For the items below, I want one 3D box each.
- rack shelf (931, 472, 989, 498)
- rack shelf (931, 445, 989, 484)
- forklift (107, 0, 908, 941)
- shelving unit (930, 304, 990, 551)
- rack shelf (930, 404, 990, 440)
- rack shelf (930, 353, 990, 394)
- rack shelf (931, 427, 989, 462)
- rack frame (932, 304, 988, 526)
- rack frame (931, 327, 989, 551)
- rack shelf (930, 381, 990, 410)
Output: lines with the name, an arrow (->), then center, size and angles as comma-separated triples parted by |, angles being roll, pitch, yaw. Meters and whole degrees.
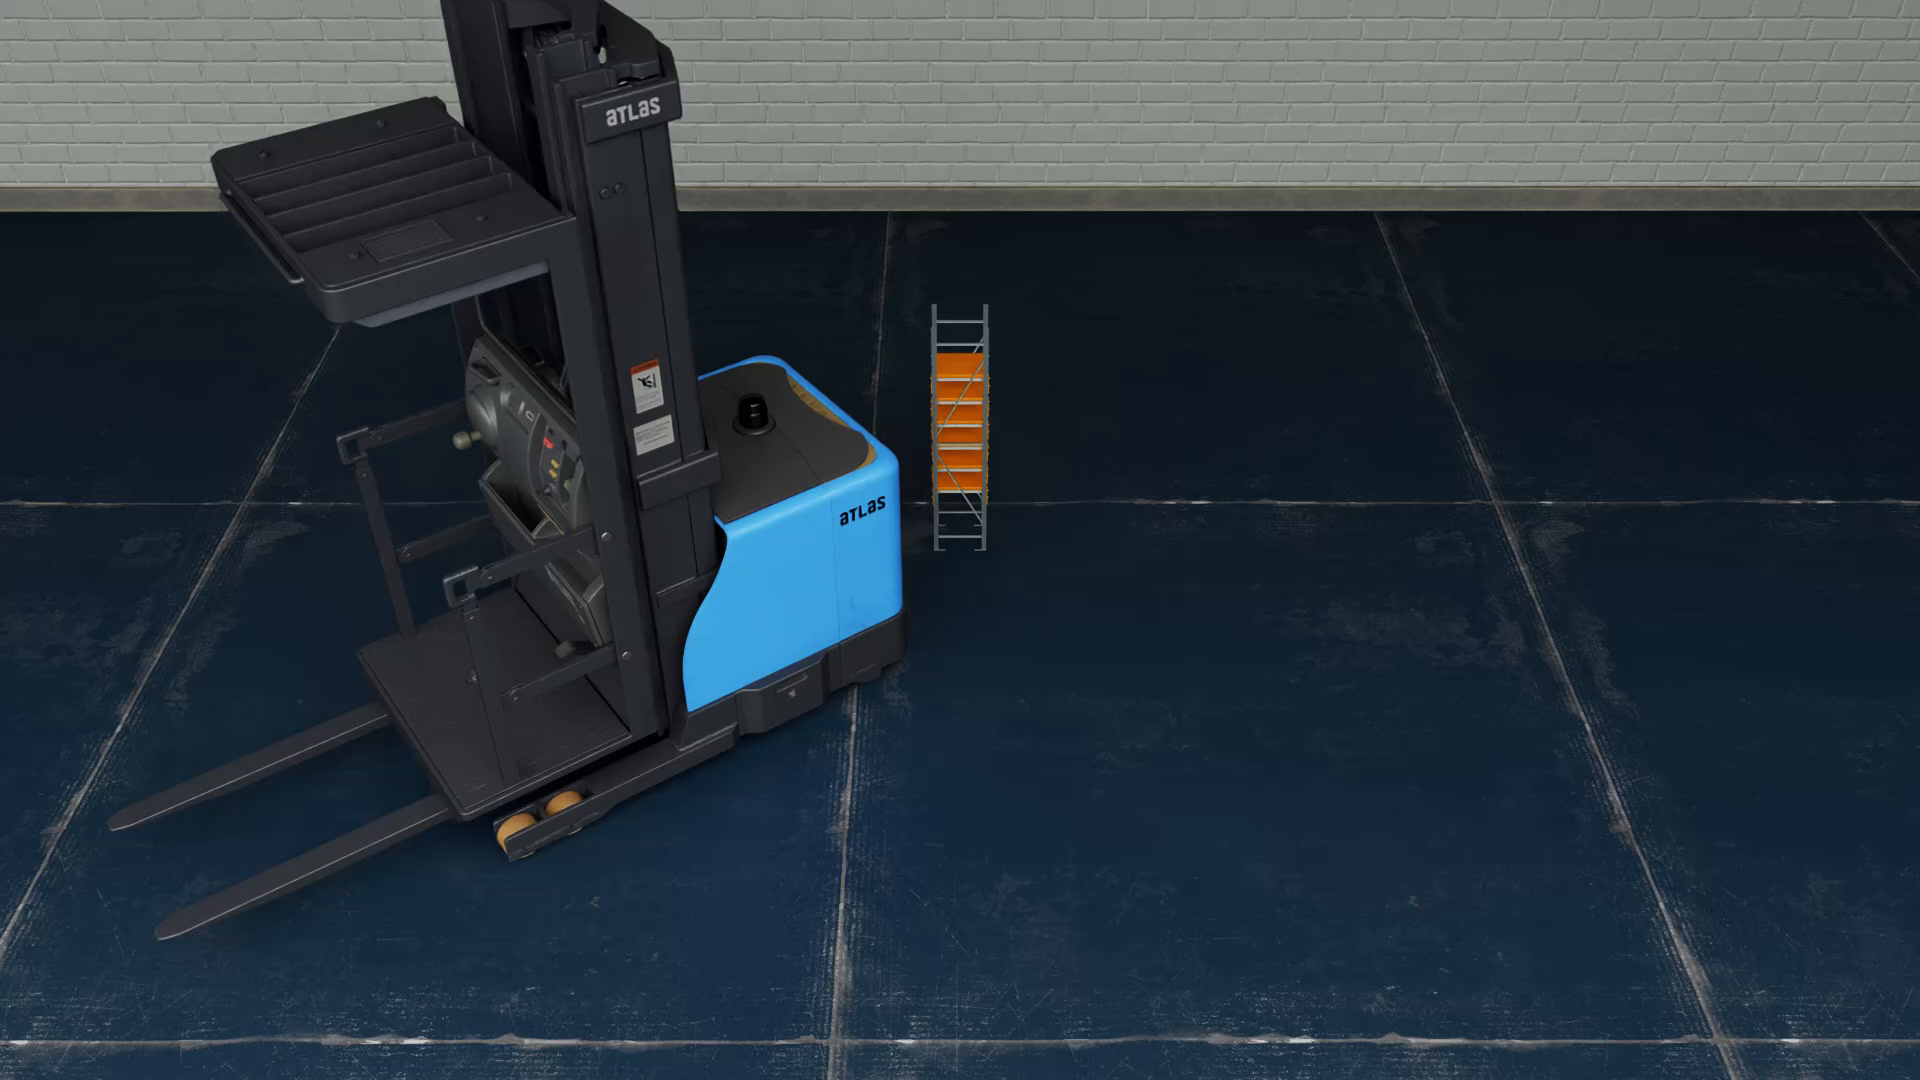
rack shelf -> 0.000, -0.255, 7.564 | 0.258, 0.103, 0.180 | 0, 39, 0
rack shelf -> 0.000, -0.349, 7.489 | 0.258, 0.103, 0.180 | 0, 39, 0
forklift -> -1.714, -0.326, 5.813 | 3.031, 2.935, 1.130 | -24, 45, -27
shelving unit -> 0.000, -0.477, 7.386 | 0.258, 1.200, 0.189 | 0, 39, 0
rack shelf -> 0.000, -0.536, 7.339 | 0.258, 0.103, 0.180 | 0, 39, 0
rack shelf -> 0.000, -0.724, 7.189 | 0.258, 0.103, 0.180 | 0, 39, 0
rack shelf -> 0.000, -0.443, 7.414 | 0.258, 0.103, 0.180 | 0, 39, 0
rack frame -> 0.000, -0.534, 7.457 | 0.240, 1.200, 0.006 | 0, 39, 0
rack frame -> 0.000, -0.420, 7.315 | 0.240, 1.200, 0.006 | 0, 39, 0
rack shelf -> 0.000, -0.630, 7.264 | 0.258, 0.103, 0.180 | 0, 39, 0
